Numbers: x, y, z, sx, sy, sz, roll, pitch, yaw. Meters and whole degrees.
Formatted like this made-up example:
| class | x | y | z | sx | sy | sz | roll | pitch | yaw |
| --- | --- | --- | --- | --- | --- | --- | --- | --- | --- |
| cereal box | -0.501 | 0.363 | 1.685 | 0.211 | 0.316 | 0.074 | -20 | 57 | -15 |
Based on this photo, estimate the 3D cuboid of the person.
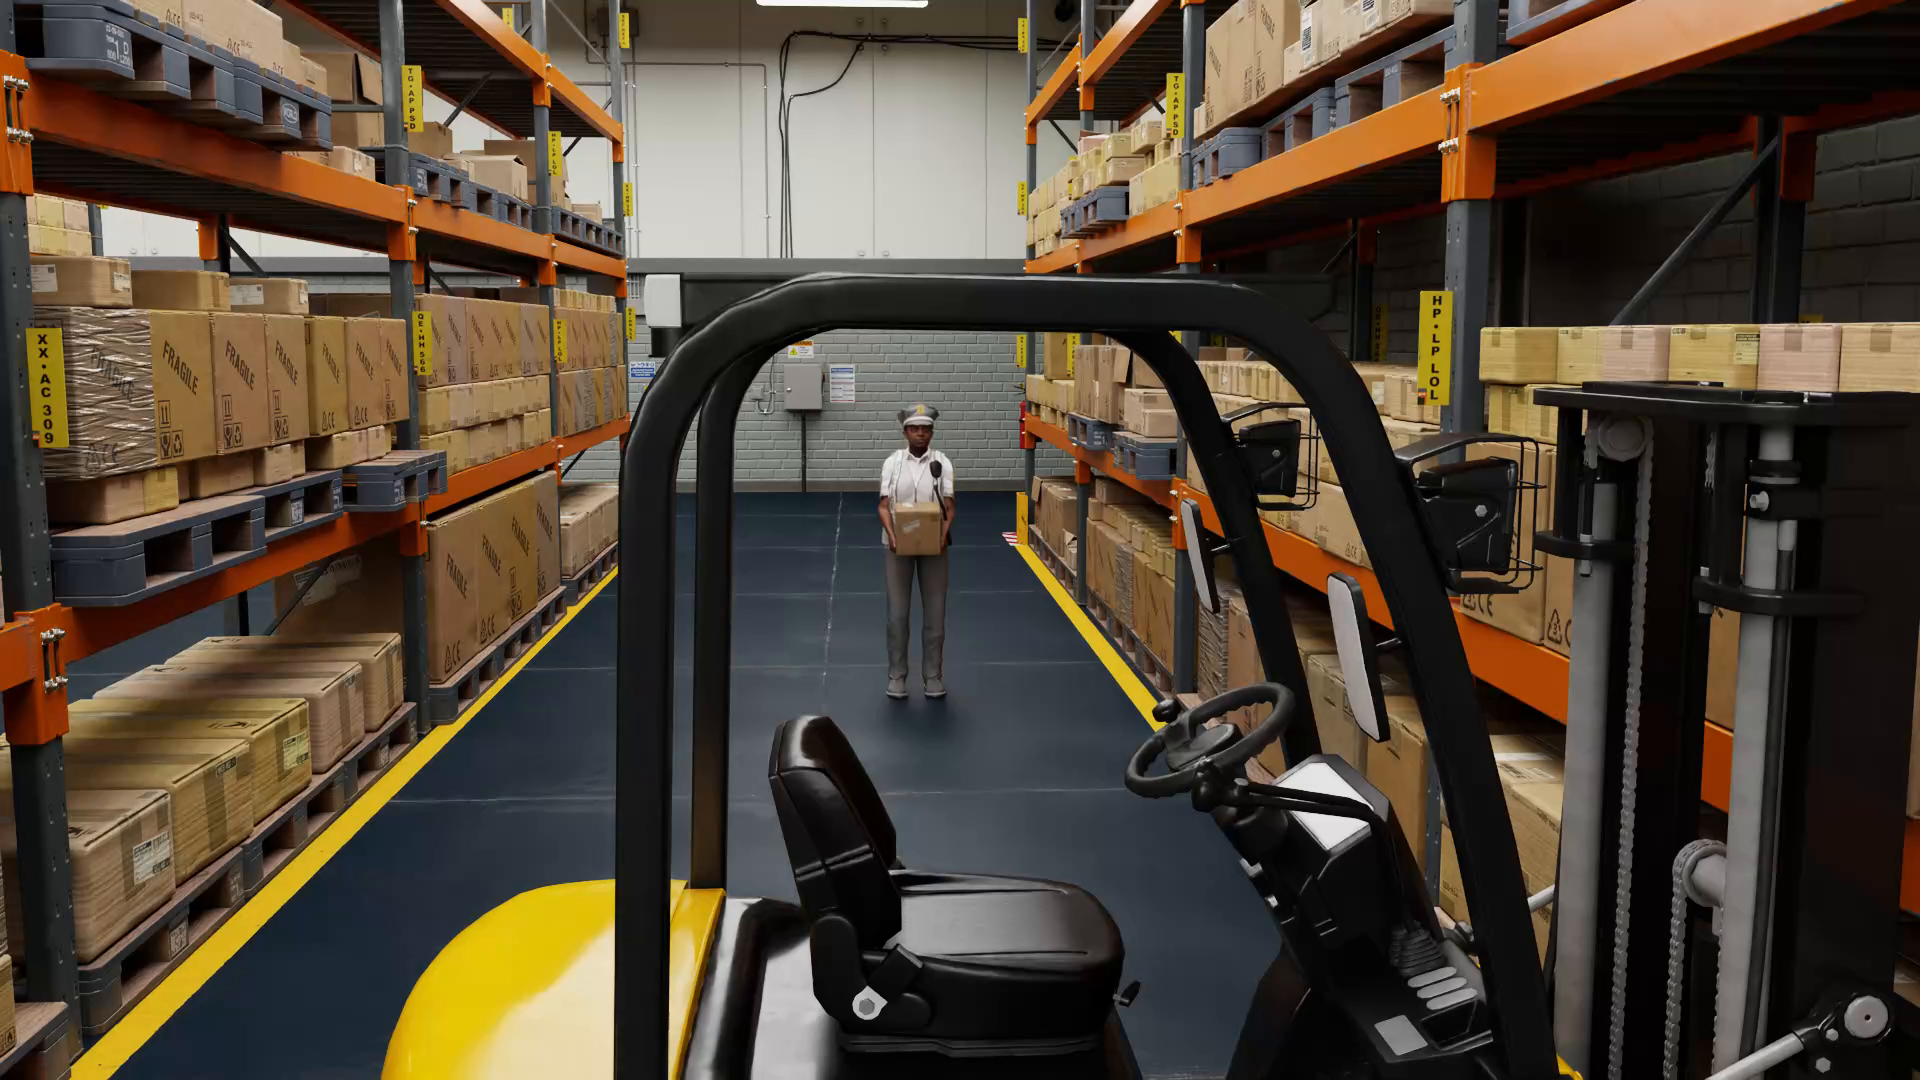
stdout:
| class | x | y | z | sx | sy | sz | roll | pitch | yaw |
| --- | --- | --- | --- | --- | --- | --- | --- | --- | --- |
| person | -0.248 | 0.059 | 9.639 | 0.455 | 1.691 | 0.525 | 0 | 7 | -4 |
